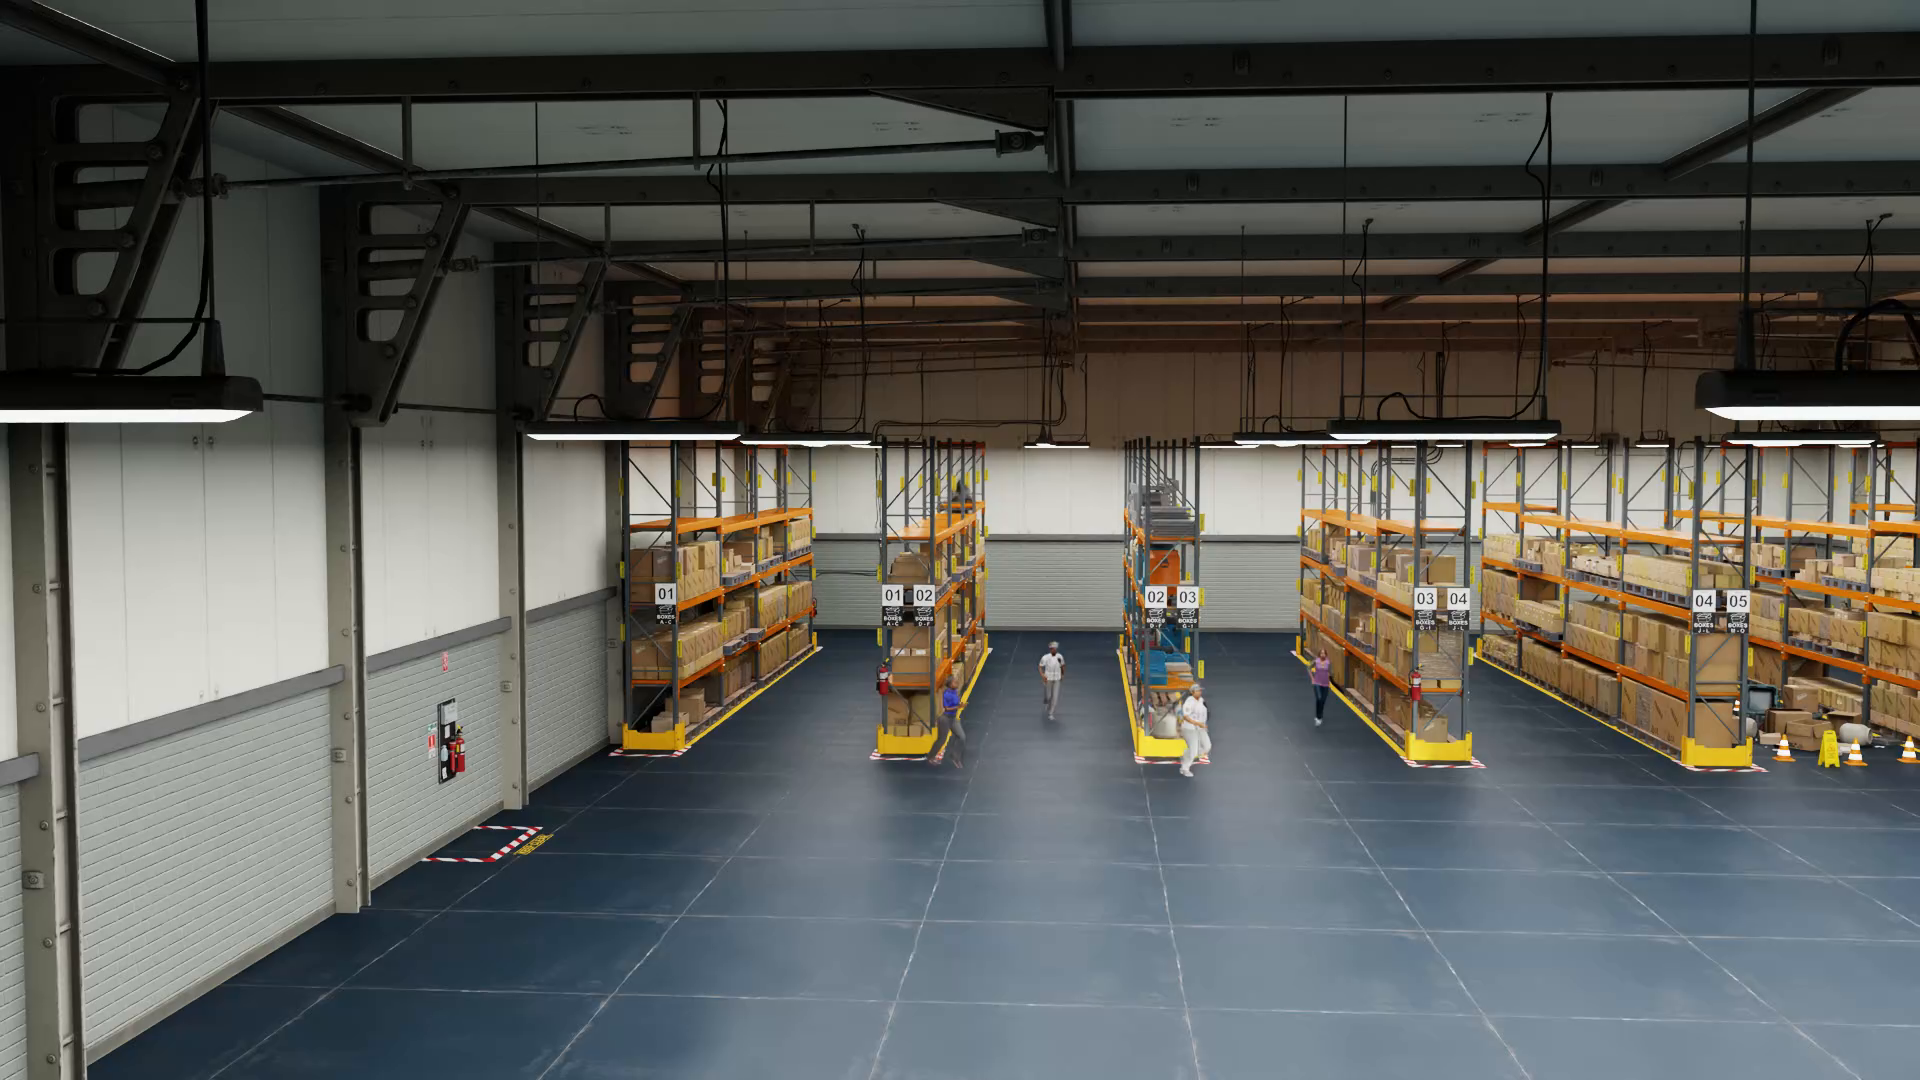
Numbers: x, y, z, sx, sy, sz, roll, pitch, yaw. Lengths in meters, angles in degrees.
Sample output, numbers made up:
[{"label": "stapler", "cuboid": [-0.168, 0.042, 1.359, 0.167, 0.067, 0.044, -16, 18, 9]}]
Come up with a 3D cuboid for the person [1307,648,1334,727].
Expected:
[{"label": "person", "cuboid": [7.549, 3.069, 34.735, 0.517, 1.639, 0.714, 0, 3, -2]}]

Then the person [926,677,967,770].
[{"label": "person", "cuboid": [-0.230, 3.316, 29.928, 0.812, 1.712, 0.544, 2, 3, 28]}]

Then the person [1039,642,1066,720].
[{"label": "person", "cuboid": [1.965, 2.998, 35.673, 0.567, 1.671, 0.666, -1, 3, -10]}]

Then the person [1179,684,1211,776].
[{"label": "person", "cuboid": [4.182, 3.350, 29.355, 0.639, 1.631, 0.592, -3, 4, -44]}]
